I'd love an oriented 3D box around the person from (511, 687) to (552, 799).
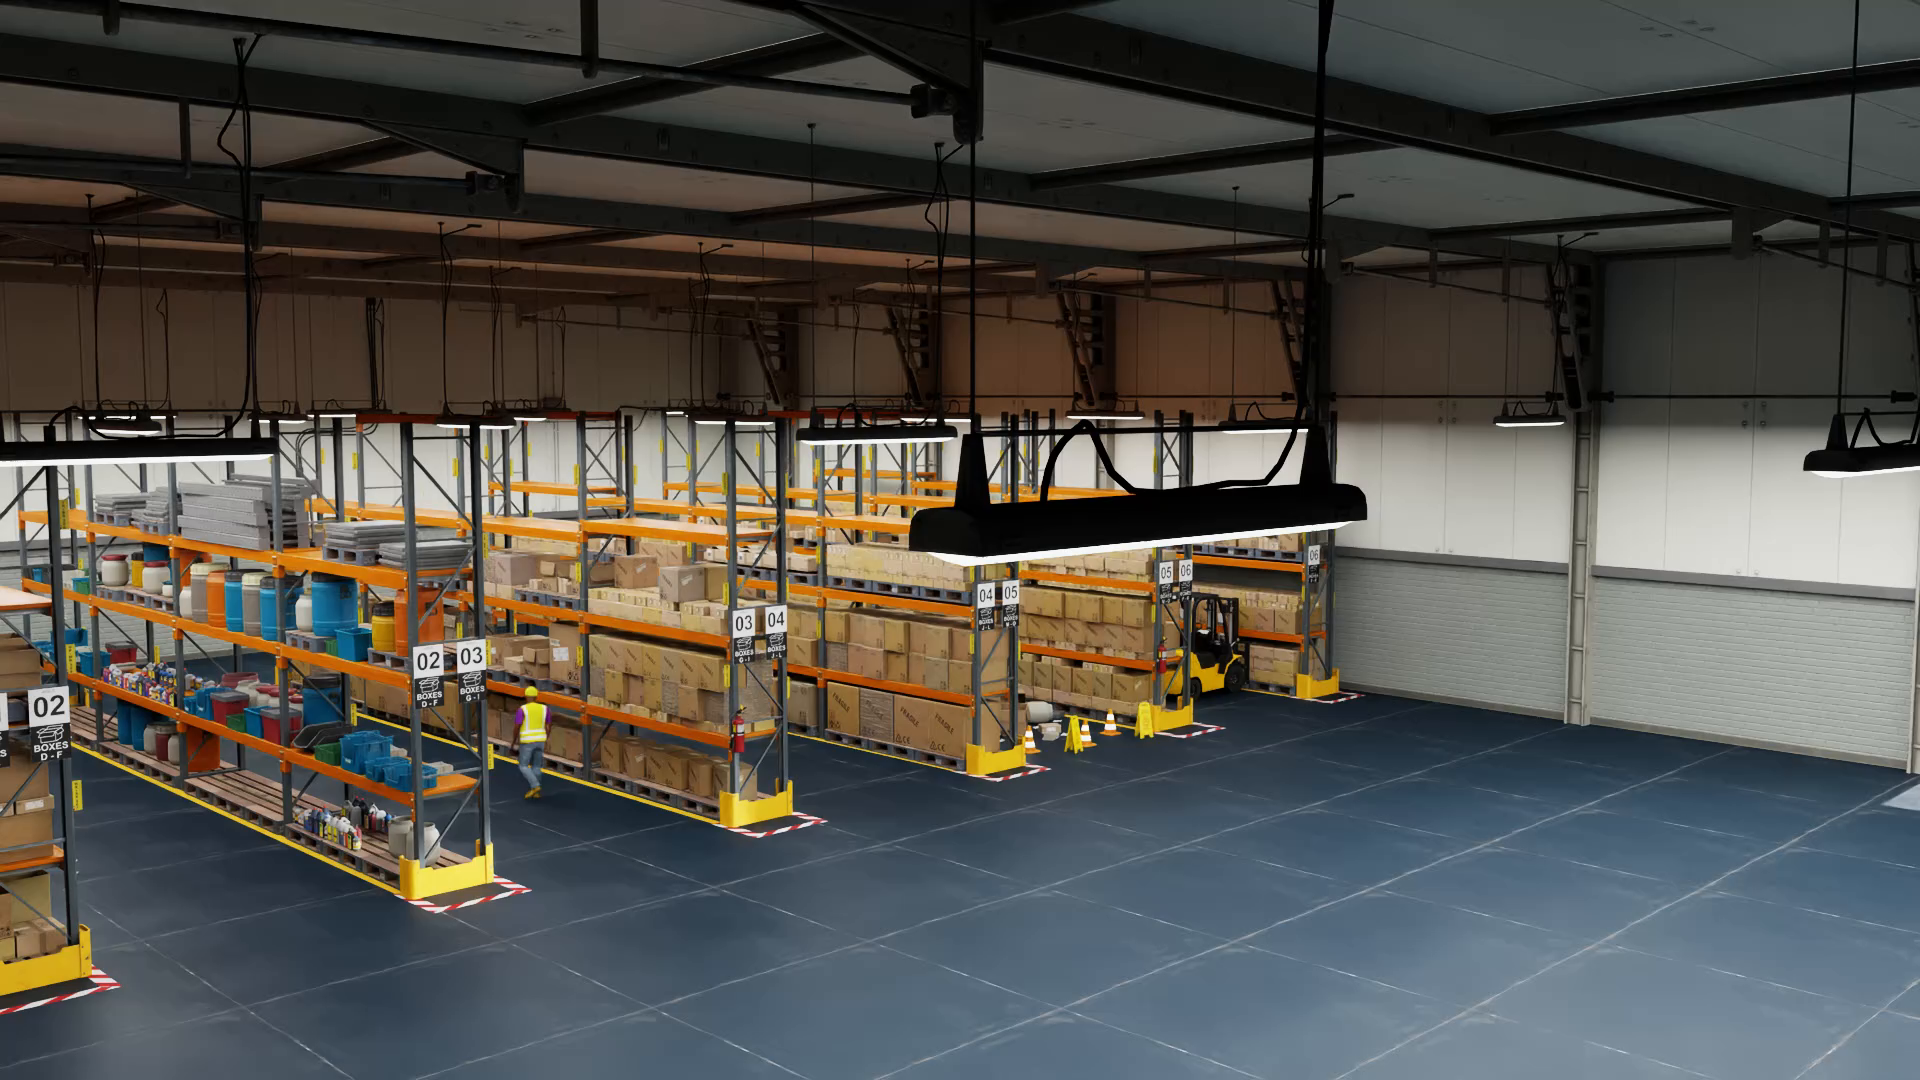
[{"bbox_3d":[-6.690,3.197,26.149,0.629,1.736,0.699,-4,7,-41],"label":"person"}]
